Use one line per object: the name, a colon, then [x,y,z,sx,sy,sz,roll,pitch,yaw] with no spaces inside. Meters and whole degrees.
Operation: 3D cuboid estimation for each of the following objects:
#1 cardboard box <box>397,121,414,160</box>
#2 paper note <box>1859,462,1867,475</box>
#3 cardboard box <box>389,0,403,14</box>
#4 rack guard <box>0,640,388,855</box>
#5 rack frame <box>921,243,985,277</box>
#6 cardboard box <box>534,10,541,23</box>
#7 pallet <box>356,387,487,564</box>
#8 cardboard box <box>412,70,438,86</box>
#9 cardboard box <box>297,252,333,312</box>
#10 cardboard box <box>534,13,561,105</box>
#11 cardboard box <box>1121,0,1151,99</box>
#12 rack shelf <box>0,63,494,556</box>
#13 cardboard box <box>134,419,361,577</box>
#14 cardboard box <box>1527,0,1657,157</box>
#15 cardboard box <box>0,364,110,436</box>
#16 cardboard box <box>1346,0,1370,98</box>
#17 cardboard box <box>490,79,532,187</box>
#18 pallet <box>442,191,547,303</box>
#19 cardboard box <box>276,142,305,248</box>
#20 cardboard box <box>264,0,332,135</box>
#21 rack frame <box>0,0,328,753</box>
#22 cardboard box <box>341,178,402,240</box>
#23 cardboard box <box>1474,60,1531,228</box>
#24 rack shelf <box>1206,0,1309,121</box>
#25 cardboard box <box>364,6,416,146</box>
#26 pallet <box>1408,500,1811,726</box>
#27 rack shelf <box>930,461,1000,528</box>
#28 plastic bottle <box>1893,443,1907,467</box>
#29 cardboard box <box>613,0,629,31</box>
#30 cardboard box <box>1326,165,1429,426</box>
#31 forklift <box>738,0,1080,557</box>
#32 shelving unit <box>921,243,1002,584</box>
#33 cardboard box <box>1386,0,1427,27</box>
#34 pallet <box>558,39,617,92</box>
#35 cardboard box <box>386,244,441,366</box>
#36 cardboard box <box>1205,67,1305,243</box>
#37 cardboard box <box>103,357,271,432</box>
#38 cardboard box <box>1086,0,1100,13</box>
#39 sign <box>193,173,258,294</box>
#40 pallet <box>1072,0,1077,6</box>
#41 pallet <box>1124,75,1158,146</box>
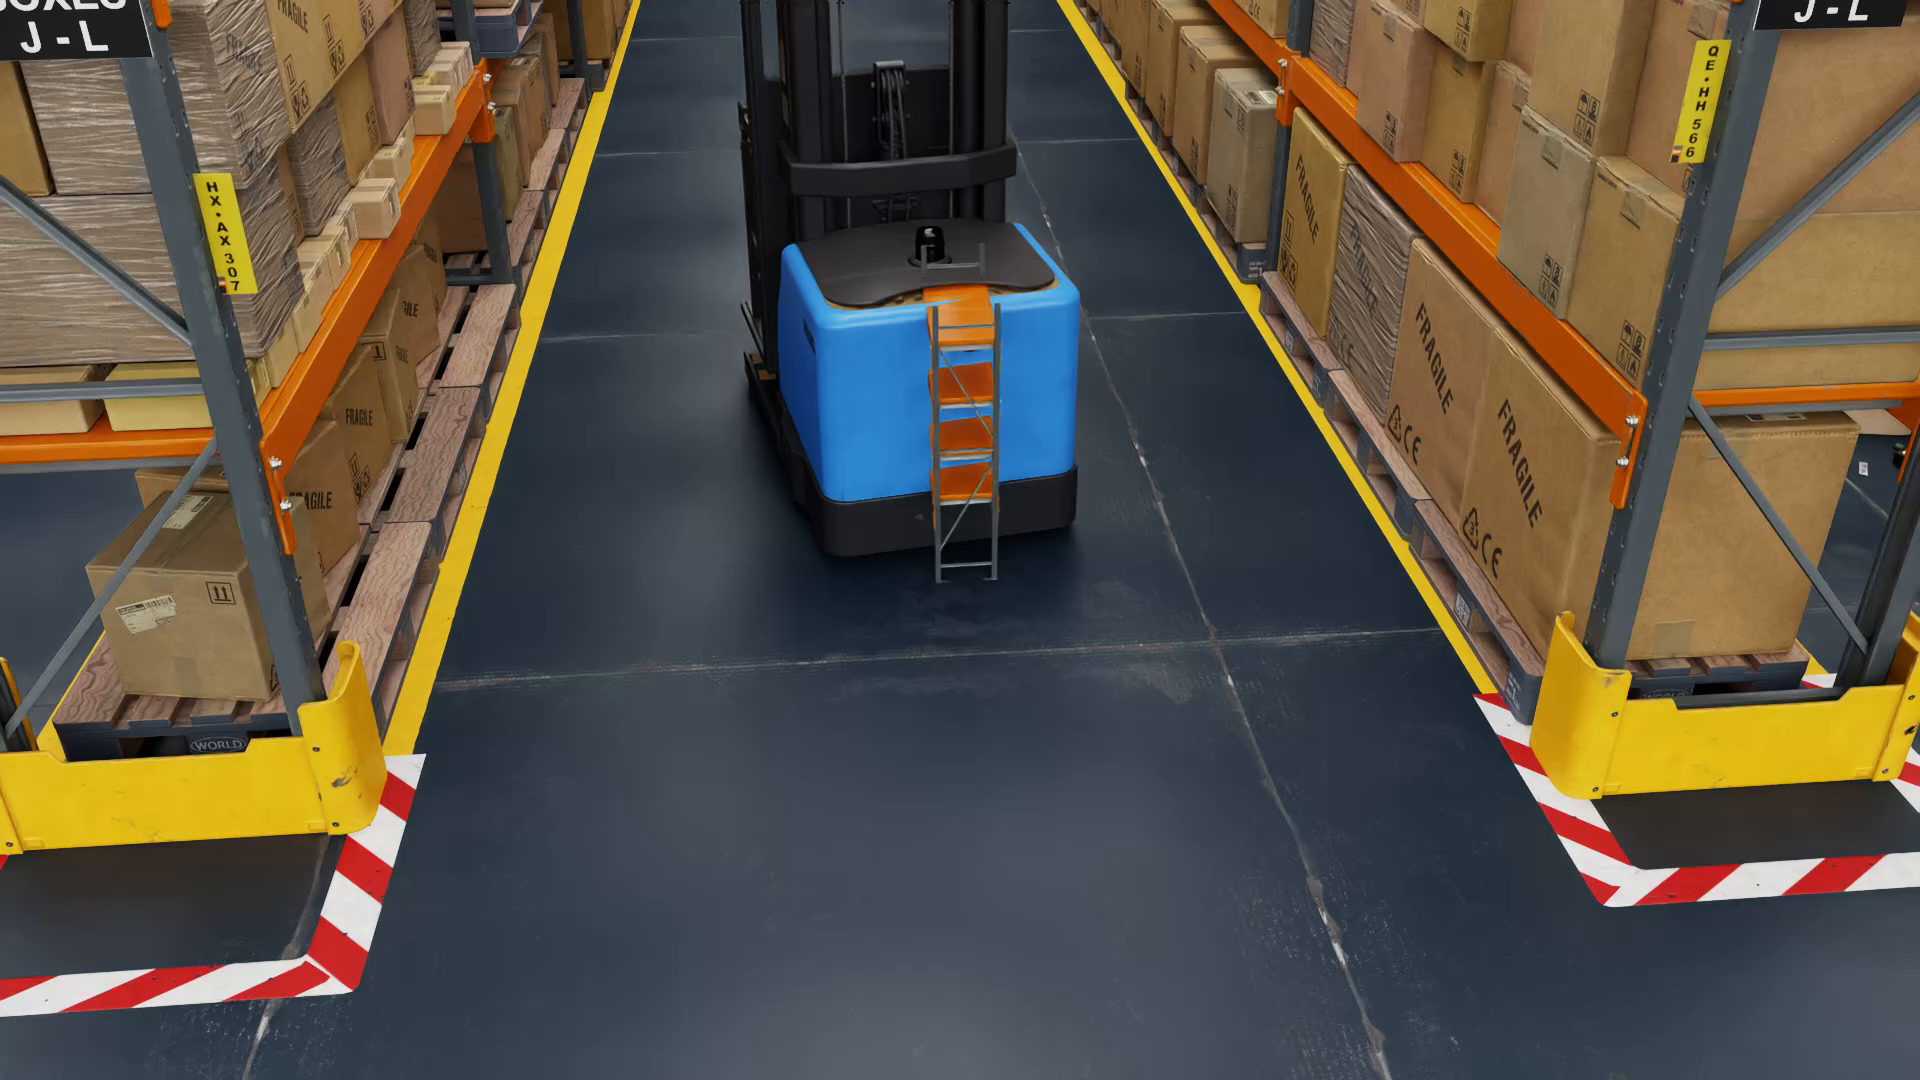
cardboard box: [-2.436,-1.590,6.732,0.380,0.149,0.250,-3,31,-5]
paper note: [3.946,-0.312,7.263,0.032,0.001,0.123,13,33,21]
cardboard box: [-2.407,-2.307,6.325,0.500,0.500,0.500,-3,31,-5]
rack guard: [-2.450,0.642,5.187,1.175,0.500,0.348,-3,31,-5]
rack frame: [-0.026,-0.607,6.536,0.240,1.200,0.015,-3,35,-5]
cardboard box: [-3.098,-3.573,11.085,0.500,0.250,0.500,-2,31,-3]
pallet: [-2.602,-0.272,6.999,1.003,0.211,1.213,-3,31,-5]
cardboard box: [-2.526,-1.972,7.371,0.380,0.149,0.250,-3,31,-5]
cardboard box: [-2.289,-0.825,5.450,0.380,0.149,0.250,-3,31,-5]
cardboard box: [-3.108,-3.251,11.276,0.700,0.500,0.500,-4,31,-7]
cardboard box: [1.725,-3.562,11.572,1.050,0.750,0.750,-3,31,-5]
rack shelf: [-2.630,-1.104,6.375,1.077,0.370,4.000,-3,31,-5]
cardboard box: [-2.575,-0.122,6.058,0.500,0.500,0.500,5,31,8]
cardboard box: [2.366,-1.574,5.260,0.875,0.550,0.550,-3,31,-5]
cardboard box: [-2.675,-0.420,4.773,0.380,0.149,0.250,-3,31,-5]
cardboard box: [2.251,-2.217,7.390,0.875,0.550,0.550,-3,31,-5]
cardboard box: [-2.931,-2.394,9.842,0.700,0.500,0.500,-5,31,-9]
pallet: [-2.891,-1.634,9.281,1.003,0.211,1.213,-3,31,-5]
cardboard box: [-2.633,-1.094,5.269,0.875,0.500,0.500,-3,31,-5]
cardboard box: [-2.263,-1.541,5.043,0.500,0.500,0.500,-3,31,-5]
rack frame: [-2.443,-0.392,4.481,1.000,3.000,0.127,-3,31,-5]
cardboard box: [-2.276,-1.212,6.098,0.380,0.149,0.250,-3,31,-5]
cardboard box: [2.425,-1.401,6.025,0.875,0.550,0.550,-3,31,-5]
rack shelf: [1.944,-3.333,10.106,1.077,0.370,4.000,-3,31,-5]
cardboard box: [-2.677,-1.865,6.559,0.875,0.500,0.500,-3,31,-5]
pallet: [2.352,0.215,6.185,1.003,0.211,1.213,-3,31,-5]
rack shelf: [-0.001,-0.250,6.491,0.258,0.148,0.480,-3,35,-5]
plastic bottle: [4.187,-0.342,7.263,0.133,0.061,0.283,-14,33,-22]
cardboard box: [-3.310,-4.553,13.110,1.225,0.875,0.875,-3,31,-4]
cardboard box: [2.208,-1.104,7.335,0.875,0.875,0.875,-3,31,-4]
forklift: [-0.406,-1.937,7.135,1.130,2.935,3.031,-8,32,-13]
shelving unit: [-0.001,-0.467,6.338,0.258,1.200,0.503,-3,35,-5]
cardboard box: [2.212,-2.401,6.645,0.875,0.550,0.550,-3,31,-5]
pallet: [-3.189,-3.685,12.714,1.003,0.211,1.213,-3,31,-5]
cardboard box: [-2.758,-1.043,7.599,0.500,0.500,0.500,7,32,11]
cardboard box: [1.984,-2.147,9.204,1.050,0.750,0.750,-3,31,-5]
cardboard box: [-2.232,-0.441,4.808,0.380,0.149,0.250,-3,31,-5]
cardboard box: [1.325,-4.628,13.600,0.500,0.500,0.500,-4,31,-7]
sign: [-1.903,-0.790,4.303,0.100,0.325,0.005,-3,31,-5]
pallet: [1.458,-5.110,15.099,1.003,0.211,1.213,-3,31,-5]
pallet: [1.756,-3.059,11.666,1.003,0.211,1.213,-3,31,-5]
